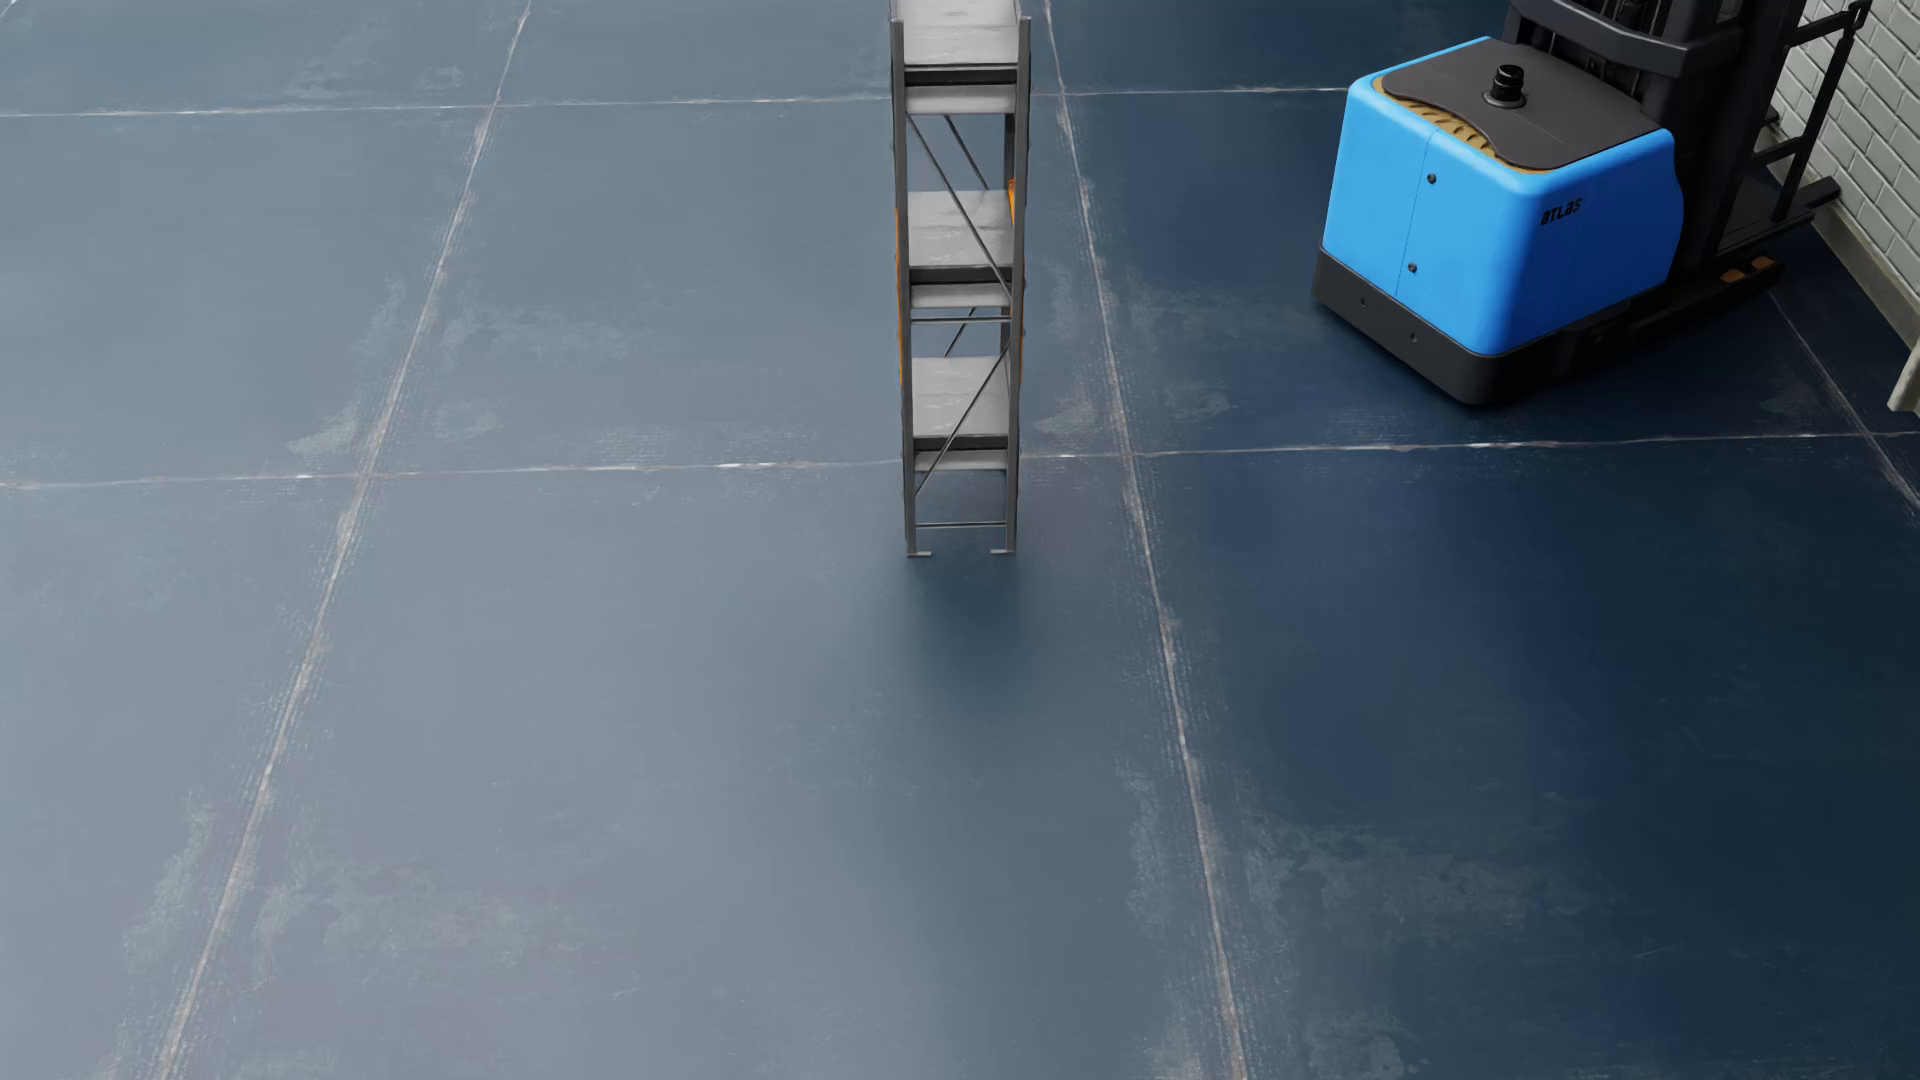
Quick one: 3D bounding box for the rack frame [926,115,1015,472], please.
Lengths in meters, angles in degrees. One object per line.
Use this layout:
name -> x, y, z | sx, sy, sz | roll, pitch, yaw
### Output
rack frame -> -0.017, -1.051, 5.842 | 0.400, 2.100, 0.015 | -2, 43, -2

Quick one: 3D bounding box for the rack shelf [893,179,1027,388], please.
rack shelf -> -0.007, -0.876, 5.672 | 0.431, 0.518, 0.480 | -2, 43, -2

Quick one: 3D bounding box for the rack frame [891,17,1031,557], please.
rack frame -> 0.003, -0.721, 5.483 | 0.400, 2.100, 0.015 | -2, 43, -2

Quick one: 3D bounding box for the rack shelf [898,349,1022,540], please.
rack shelf -> -0.007, -0.360, 6.145 | 0.431, 0.518, 0.480 | -2, 43, -2

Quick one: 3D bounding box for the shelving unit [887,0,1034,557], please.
shelving unit -> -0.007, -0.886, 5.662 | 0.431, 2.100, 0.503 | -2, 43, -2

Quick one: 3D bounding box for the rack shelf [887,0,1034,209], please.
rack shelf -> -0.007, -1.392, 5.199 | 0.431, 0.518, 0.480 | -2, 43, -2

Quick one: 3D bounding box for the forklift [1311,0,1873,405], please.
forklift -> 3.069, -2.391, 6.689 | 3.031, 2.935, 1.130 | -23, 47, -23
